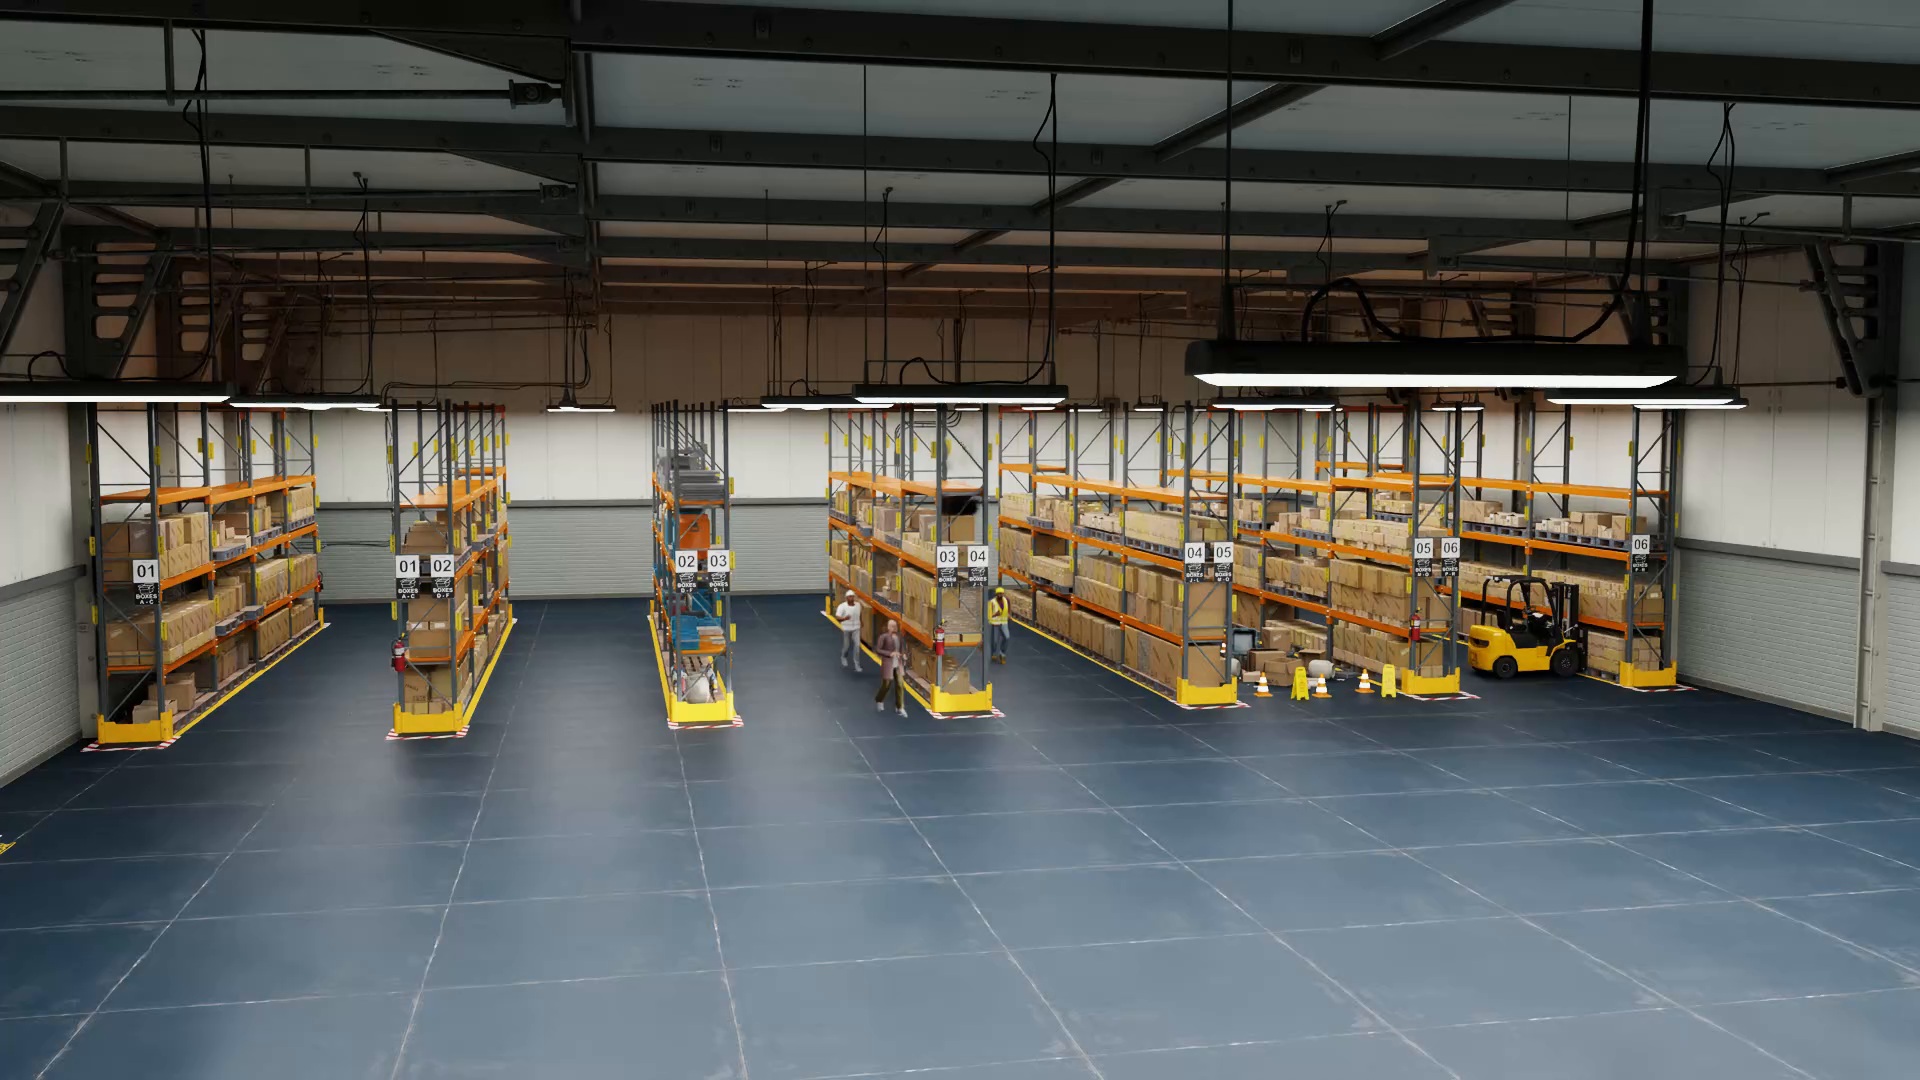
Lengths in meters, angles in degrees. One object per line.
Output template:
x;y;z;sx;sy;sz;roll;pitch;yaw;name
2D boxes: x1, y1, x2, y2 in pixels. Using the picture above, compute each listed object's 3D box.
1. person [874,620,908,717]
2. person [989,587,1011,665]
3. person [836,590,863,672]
-1.316;2.438;31.817;0.734;1.833;0.919;-3;5;-34;person
0.892;1.969;38.257;0.728;1.791;0.837;-2;5;-22;person
-2.446;2.015;37.181;0.689;1.788;0.912;-2;5;-22;person
